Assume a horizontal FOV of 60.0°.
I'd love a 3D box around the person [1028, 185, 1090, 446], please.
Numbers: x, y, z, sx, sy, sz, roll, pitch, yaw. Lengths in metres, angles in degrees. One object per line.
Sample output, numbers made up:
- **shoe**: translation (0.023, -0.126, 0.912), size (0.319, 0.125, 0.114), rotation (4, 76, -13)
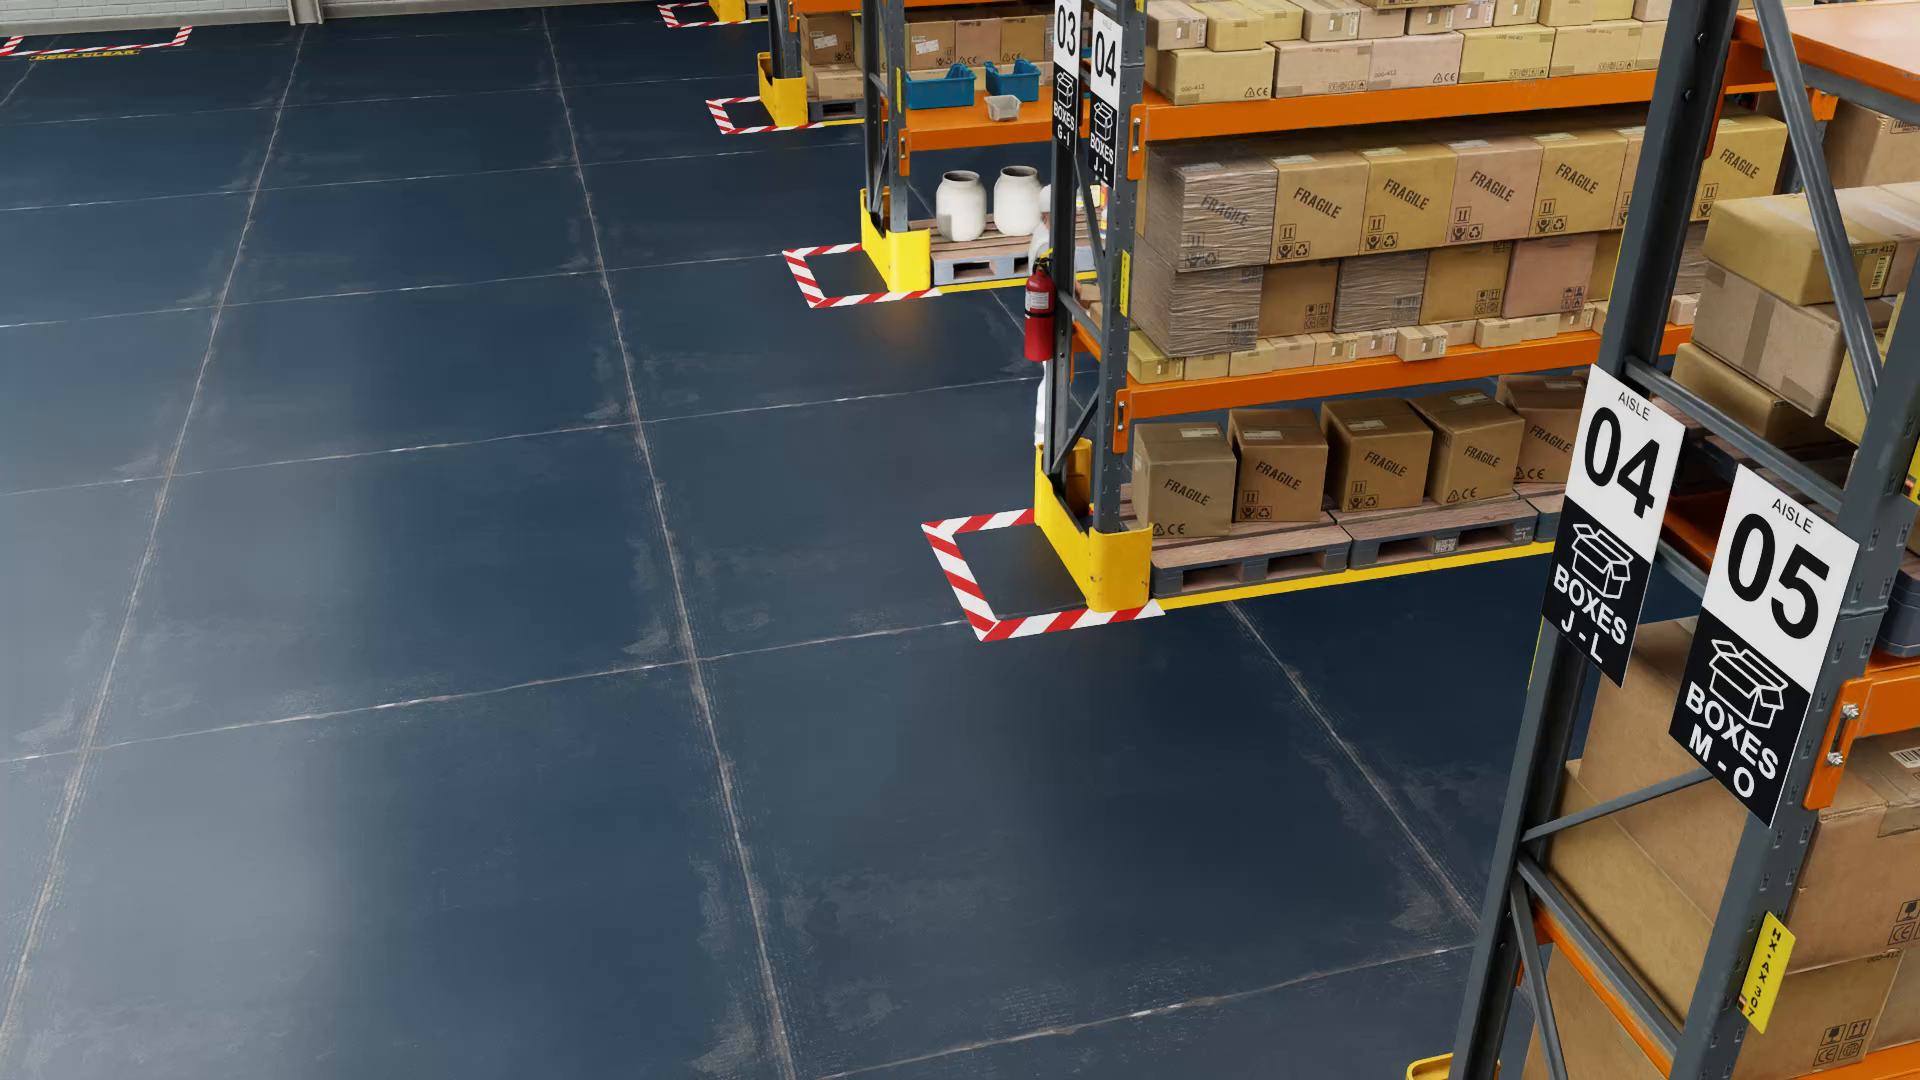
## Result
- **person**: translation (0.686, -1.402, 10.643), size (0.520, 1.793, 0.526), rotation (3, 30, 5)
